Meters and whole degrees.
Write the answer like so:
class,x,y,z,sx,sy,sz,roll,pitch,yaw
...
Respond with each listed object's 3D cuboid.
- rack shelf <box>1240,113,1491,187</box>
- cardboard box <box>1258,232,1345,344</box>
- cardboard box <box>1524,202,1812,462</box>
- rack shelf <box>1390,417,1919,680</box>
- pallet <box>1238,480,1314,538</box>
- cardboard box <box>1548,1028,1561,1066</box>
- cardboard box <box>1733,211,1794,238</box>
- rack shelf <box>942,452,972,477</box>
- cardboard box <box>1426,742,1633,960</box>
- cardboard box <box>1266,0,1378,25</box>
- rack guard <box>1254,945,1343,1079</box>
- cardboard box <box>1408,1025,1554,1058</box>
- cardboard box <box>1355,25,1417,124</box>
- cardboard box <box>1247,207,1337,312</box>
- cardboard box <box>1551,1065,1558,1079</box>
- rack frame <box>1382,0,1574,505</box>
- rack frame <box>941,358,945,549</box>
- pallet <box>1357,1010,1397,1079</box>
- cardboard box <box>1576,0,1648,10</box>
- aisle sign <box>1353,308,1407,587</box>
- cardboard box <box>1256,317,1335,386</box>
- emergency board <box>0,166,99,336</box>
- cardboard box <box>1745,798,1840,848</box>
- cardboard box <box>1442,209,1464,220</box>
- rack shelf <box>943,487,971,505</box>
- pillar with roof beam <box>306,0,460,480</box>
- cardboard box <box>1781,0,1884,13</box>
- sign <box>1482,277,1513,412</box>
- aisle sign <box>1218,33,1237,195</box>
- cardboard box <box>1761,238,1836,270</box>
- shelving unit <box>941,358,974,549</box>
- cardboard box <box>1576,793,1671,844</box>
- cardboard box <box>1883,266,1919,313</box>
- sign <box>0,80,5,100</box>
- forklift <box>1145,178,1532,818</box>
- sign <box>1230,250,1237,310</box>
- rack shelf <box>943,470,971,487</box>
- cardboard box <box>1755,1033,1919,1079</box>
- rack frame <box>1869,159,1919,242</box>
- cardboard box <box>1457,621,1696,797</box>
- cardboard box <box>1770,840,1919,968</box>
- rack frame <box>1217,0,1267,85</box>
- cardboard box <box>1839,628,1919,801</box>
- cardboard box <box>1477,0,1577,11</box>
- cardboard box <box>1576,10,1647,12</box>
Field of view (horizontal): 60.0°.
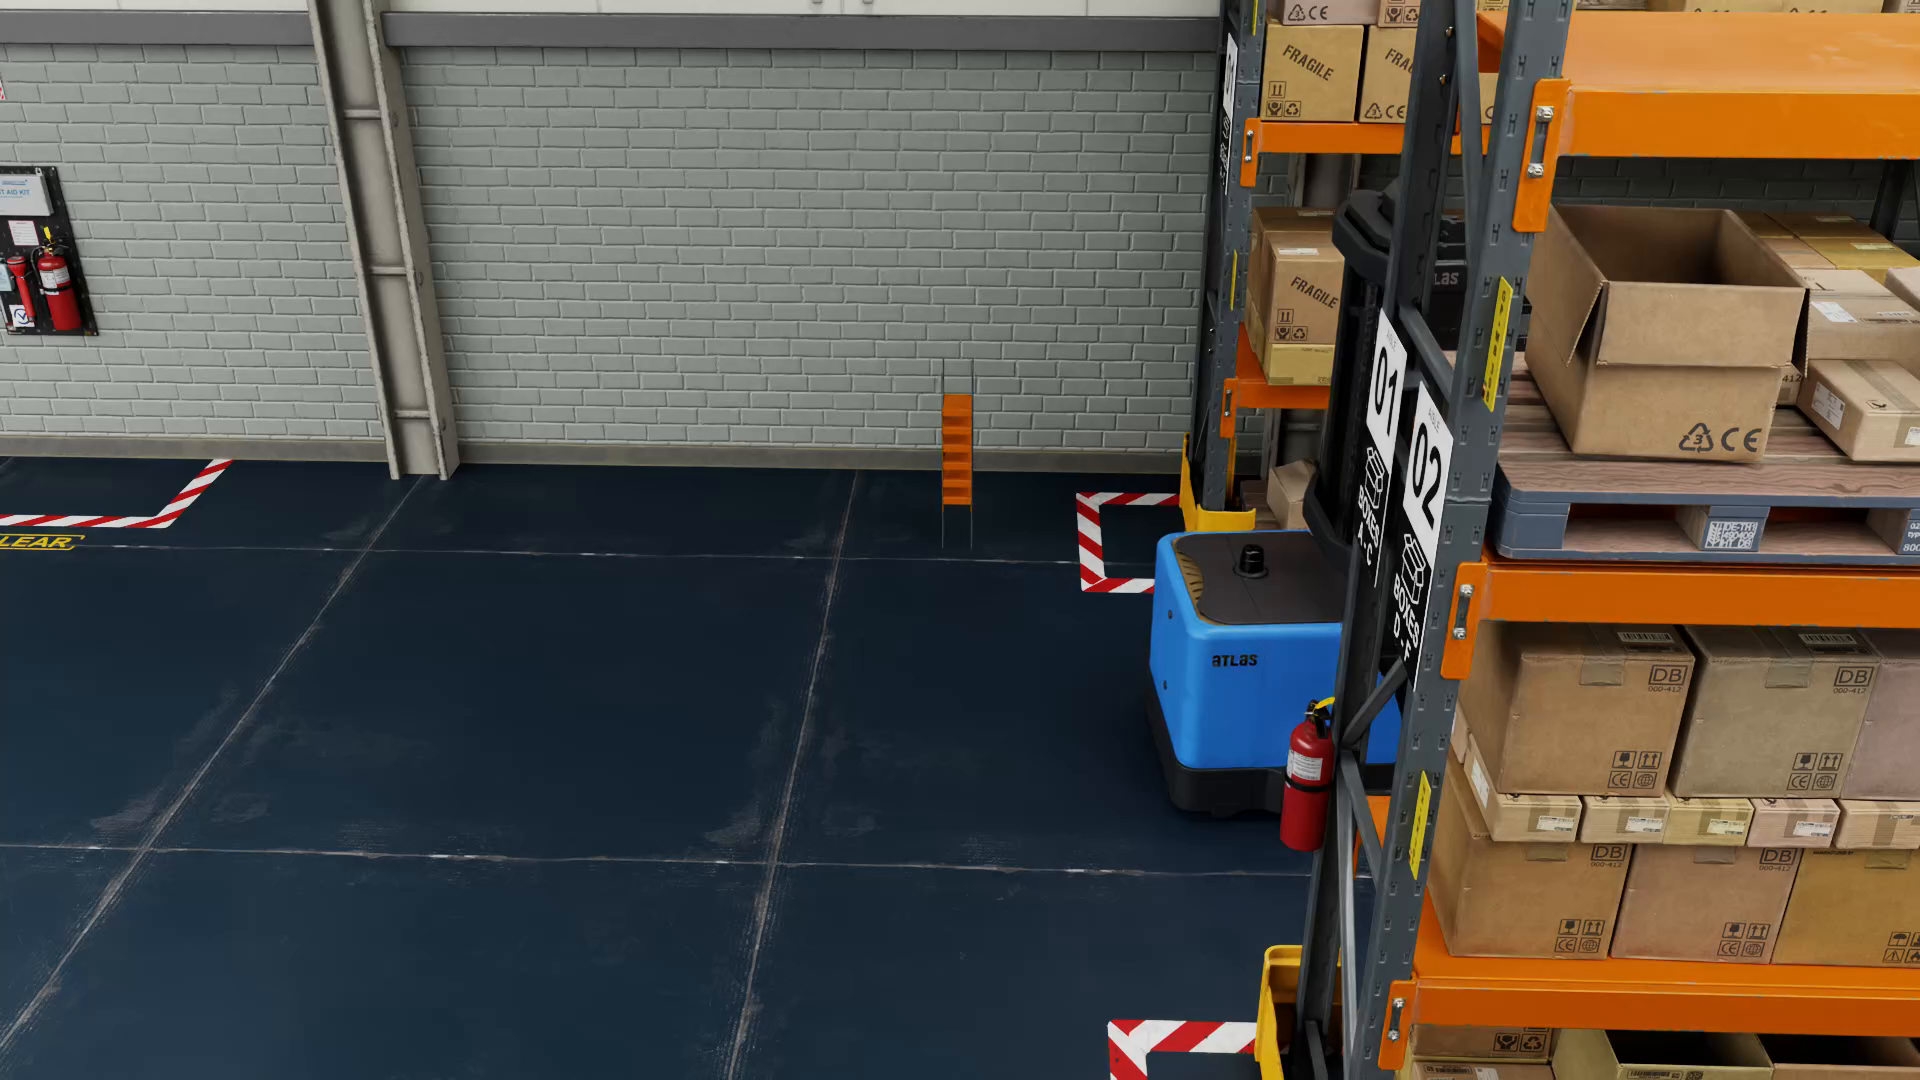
class,x,y,z,sx,sy,sz,roll,pitch,yaw
rack shelf,3.544,-2.297,9.371,4.000,0.370,1.077,1,28,2
cardboard box,2.012,-1.448,9.542,0.500,0.500,0.500,1,28,2
cardboard box,1.948,-0.610,4.713,0.637,0.503,0.797,3,28,5
rack shelf,3.373,0.022,4.996,4.000,0.370,1.077,1,28,2
pallet,2.432,-0.059,10.561,1.213,0.211,1.003,1,28,2
cardboard box,2.421,1.899,6.378,0.500,0.250,0.500,1,28,2
cardboard box,4.564,-1.646,9.916,0.500,0.500,0.500,1,28,2
rack shelf,-0.014,-0.491,10.416,0.180,0.103,0.258,1,28,2
cardboard box,1.840,0.966,5.544,0.500,0.500,0.700,1,28,2
cardboard box,1.922,-3.022,8.776,0.500,0.500,0.500,-1,28,-2
rack guard,1.350,2.101,6.179,0.348,0.500,1.175,1,28,2
cardboard box,1.921,1.564,6.209,0.500,0.500,0.500,1,28,2
cardboard box,2.406,-2.552,8.957,0.500,0.500,0.500,3,28,5
cardboard box,2.024,-1.688,9.995,0.500,0.500,0.500,1,28,1
cardboard box,2.402,2.145,5.913,0.500,0.250,0.500,1,28,2
rack frame,1.374,-1.654,4.188,0.127,3.000,1.000,1,28,2
rack frame,-0.106,-0.532,10.398,0.006,1.200,0.240,1,28,2
pallet,2.140,2.222,6.259,1.213,0.211,1.003,1,28,2
cardboard box,3.525,-3.223,9.155,0.500,0.500,0.500,1,28,2
aisle sign,1.319,-0.291,5.245,0.004,0.787,0.394,1,28,2
cardboard box,2.022,-1.108,9.702,0.500,0.250,0.500,0,28,0
emergency board,-6.189,-1.873,11.007,0.643,1.169,0.194,1,28,2
cardboard box,2.524,0.786,5.190,0.250,0.149,0.380,1,28,1
cardboard box,3.043,-1.668,9.958,0.500,0.500,0.500,0,28,0
rack shelf,-0.014,-0.279,10.528,0.180,0.103,0.258,1,28,2
pillar with roof beam,-3.873,-2.450,5.690,0.400,9.000,9.100,1,28,2
cardboard box,4.481,-2.962,8.661,0.500,0.500,0.500,2,28,5
sign,1.349,-0.490,4.177,0.005,0.325,0.100,1,28,2
aisle sign,1.463,-2.332,9.095,0.004,0.787,0.394,1,28,2
cardboard box,4.560,-1.399,9.449,0.500,0.500,0.500,1,28,2
shelving unit,-0.014,-0.530,10.395,0.189,1.200,0.258,1,28,2
cardboard box,2.023,0.776,5.209,0.250,0.149,0.380,0,28,0
cardboard box,3.090,-0.632,4.960,0.500,0.311,0.500,4,28,8
sign,-6.194,-2.944,10.552,0.199,0.298,0.001,1,28,2
forklift,2.521,-0.200,7.923,3.031,2.935,1.130,-2,28,-3
sign,1.526,-1.451,9.285,0.005,0.325,0.100,1,28,2
rack shelf,-0.014,-0.385,10.472,0.180,0.103,0.258,1,28,2
cardboard box,2.902,1.817,5.732,0.500,0.500,0.500,1,28,2
rack frame,5.543,-1.256,9.842,0.127,3.000,1.000,1,28,2
cardboard box,1.893,0.394,5.238,0.500,0.500,0.700,1,28,2
cardboard box,2.861,0.983,5.511,0.500,0.500,0.700,1,28,2
rack frame,1.545,-3.973,8.562,0.127,3.000,1.000,1,28,2
cardboard box,2.923,0.408,5.211,0.500,0.500,0.700,1,28,2
cardboard box,2.934,-2.987,8.709,0.500,0.500,0.500,2,28,3
cardboard box,3.461,-2.547,8.946,0.500,0.500,0.500,3,28,5
